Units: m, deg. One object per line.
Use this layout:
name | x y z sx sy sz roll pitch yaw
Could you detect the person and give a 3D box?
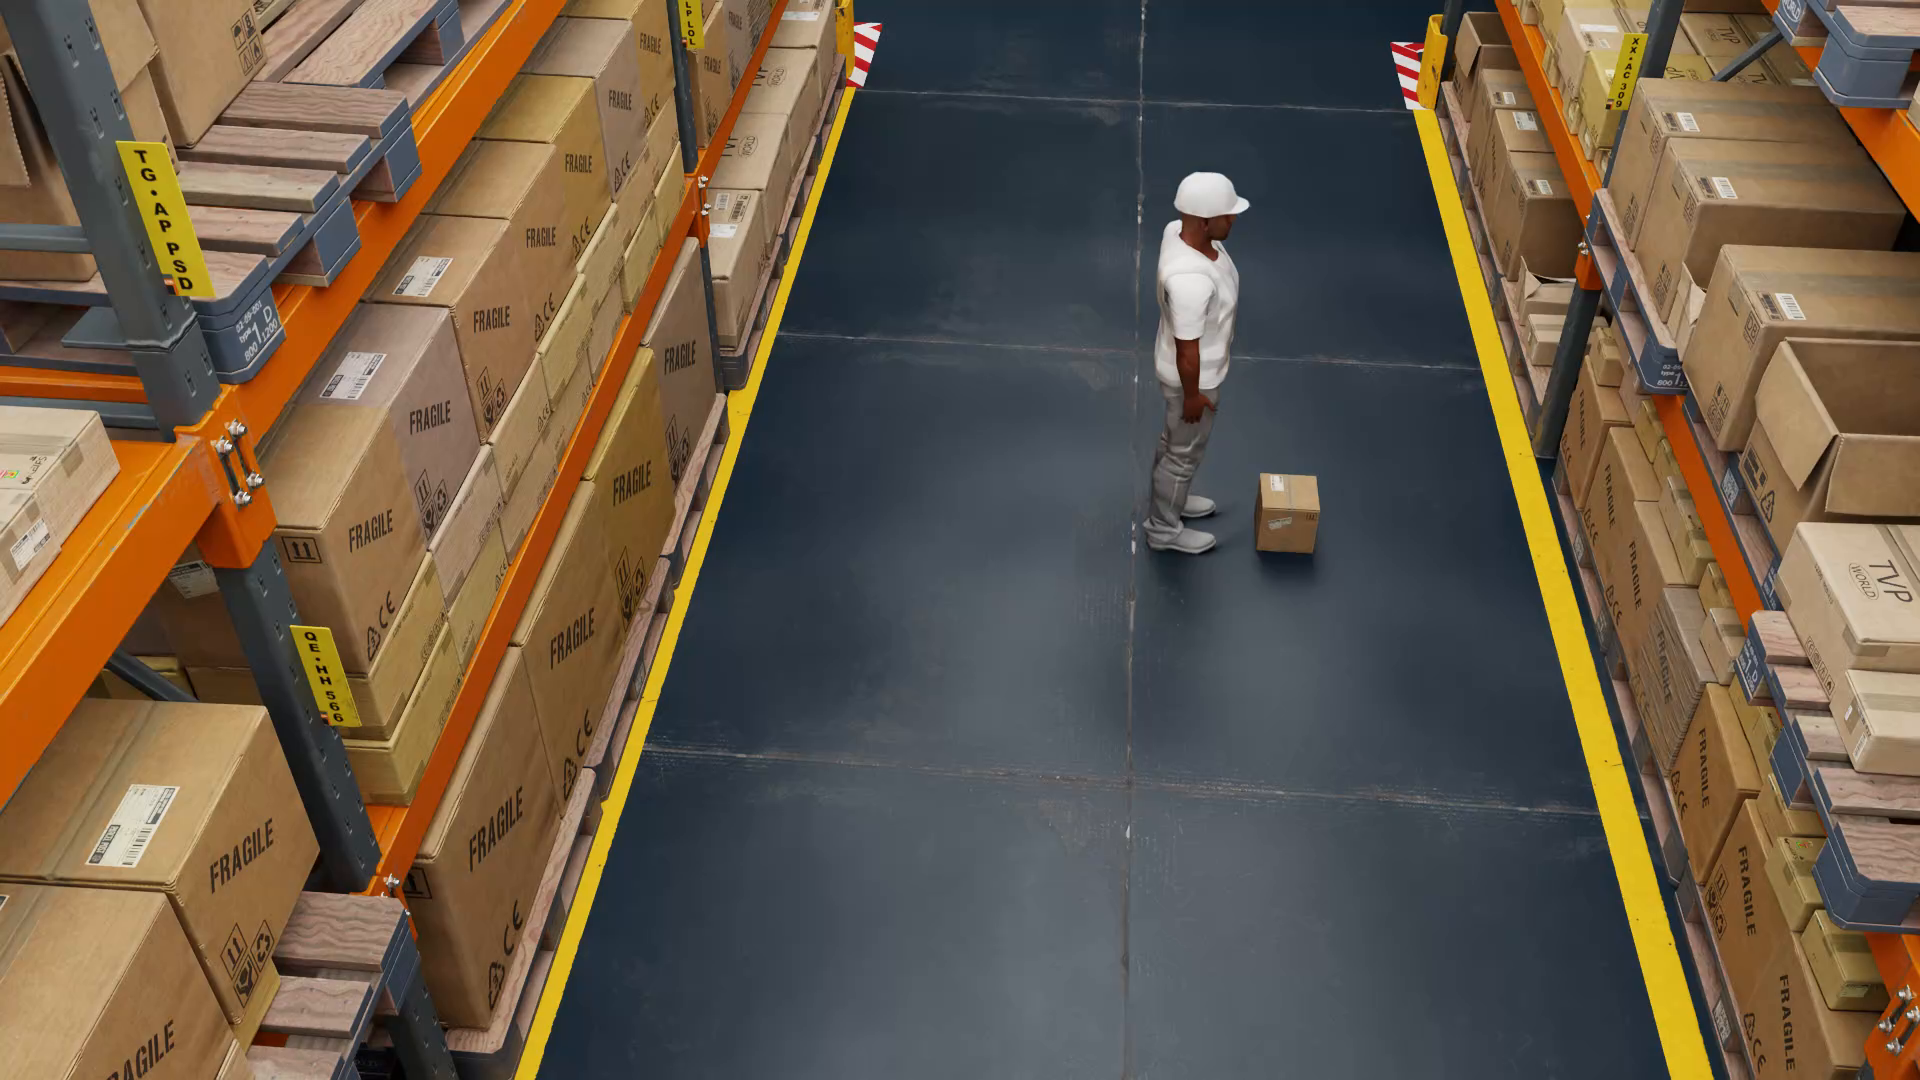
person | 0.982 -0.740 7.023 0.367 1.766 0.559 4 40 5
